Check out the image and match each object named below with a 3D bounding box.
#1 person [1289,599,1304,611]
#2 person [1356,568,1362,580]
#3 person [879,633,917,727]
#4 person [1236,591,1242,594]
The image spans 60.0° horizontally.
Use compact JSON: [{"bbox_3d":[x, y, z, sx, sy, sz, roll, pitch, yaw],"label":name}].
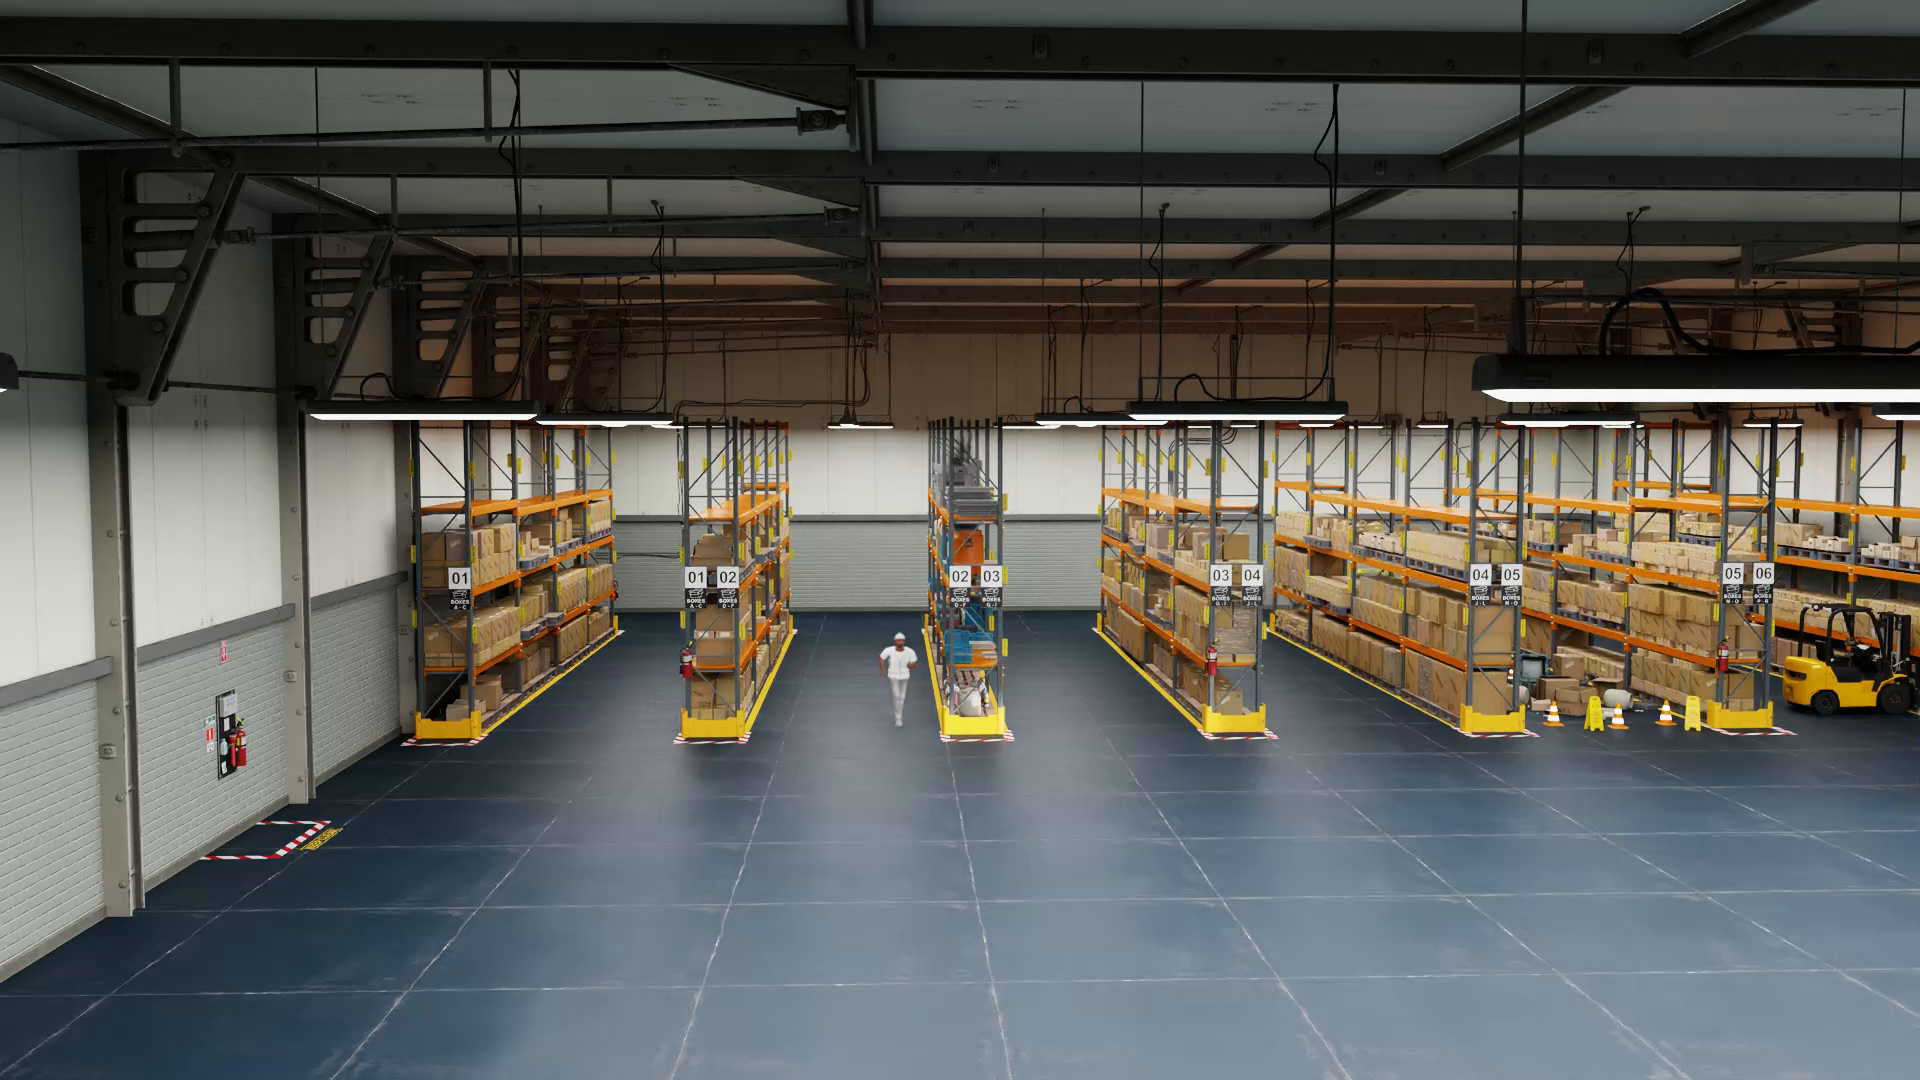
[{"bbox_3d":[9.943,1.710,49.109,0.798,1.603,0.635,3,5,39],"label":"person"},{"bbox_3d":[11.907,1.680,49.240,0.723,1.686,0.688,-1,4,-11],"label":"person"},{"bbox_3d":[-1.180,2.695,32.455,0.707,1.776,0.896,-1,4,-16],"label":"person"},{"bbox_3d":[8.093,1.720,48.506,0.859,1.671,0.601,4,5,45],"label":"person"}]
